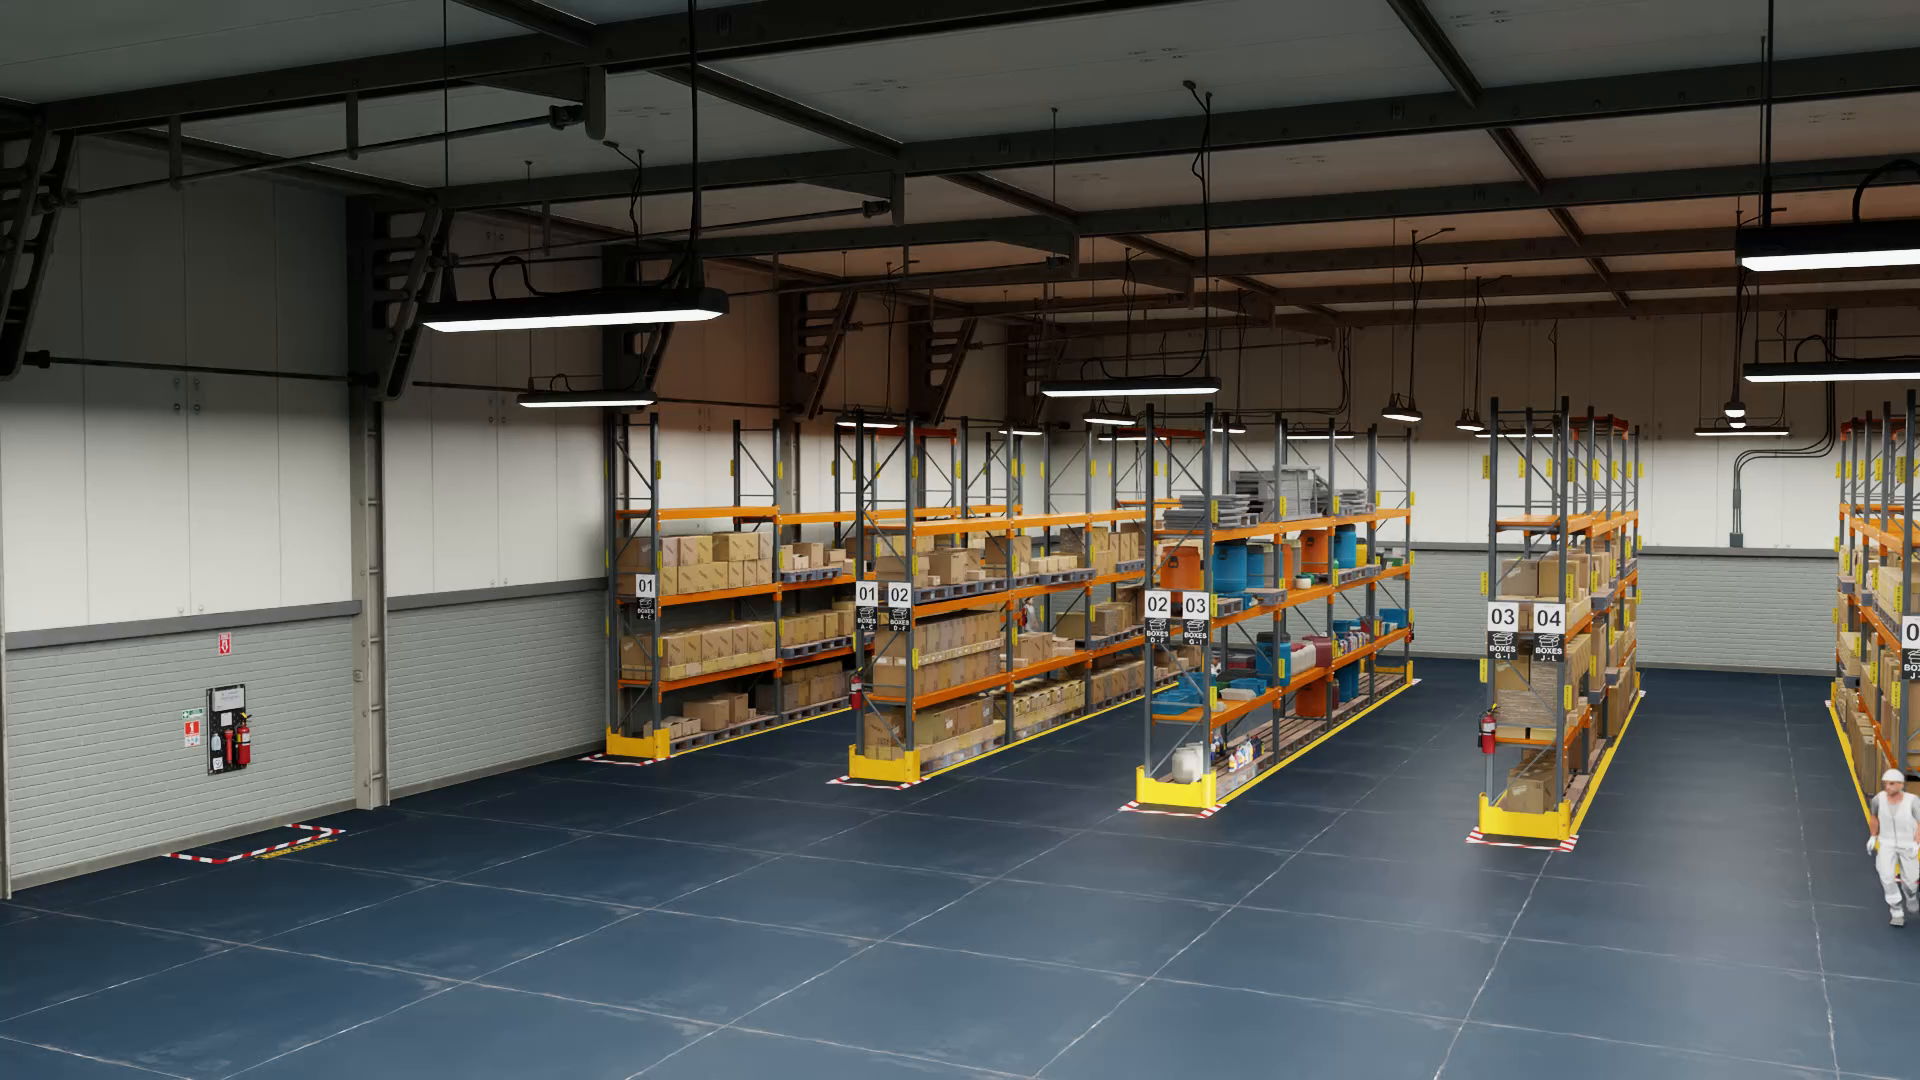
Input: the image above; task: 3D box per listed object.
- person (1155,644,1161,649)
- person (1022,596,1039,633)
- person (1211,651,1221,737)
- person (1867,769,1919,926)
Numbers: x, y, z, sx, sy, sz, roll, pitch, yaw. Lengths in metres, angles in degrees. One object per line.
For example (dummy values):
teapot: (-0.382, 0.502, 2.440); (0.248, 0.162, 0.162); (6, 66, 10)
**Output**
person: (5.215, 2.335, 44.235); (0.530, 1.612, 0.994); (-1, 3, -21)
person: (1.863, 2.303, 44.429); (0.638, 1.679, 0.480); (2, 3, 41)
person: (4.666, 2.892, 30.512); (0.622, 1.659, 0.590); (-2, 3, -37)
person: (10.416, 3.377, 18.497); (0.592, 1.698, 0.796); (2, 3, 37)
